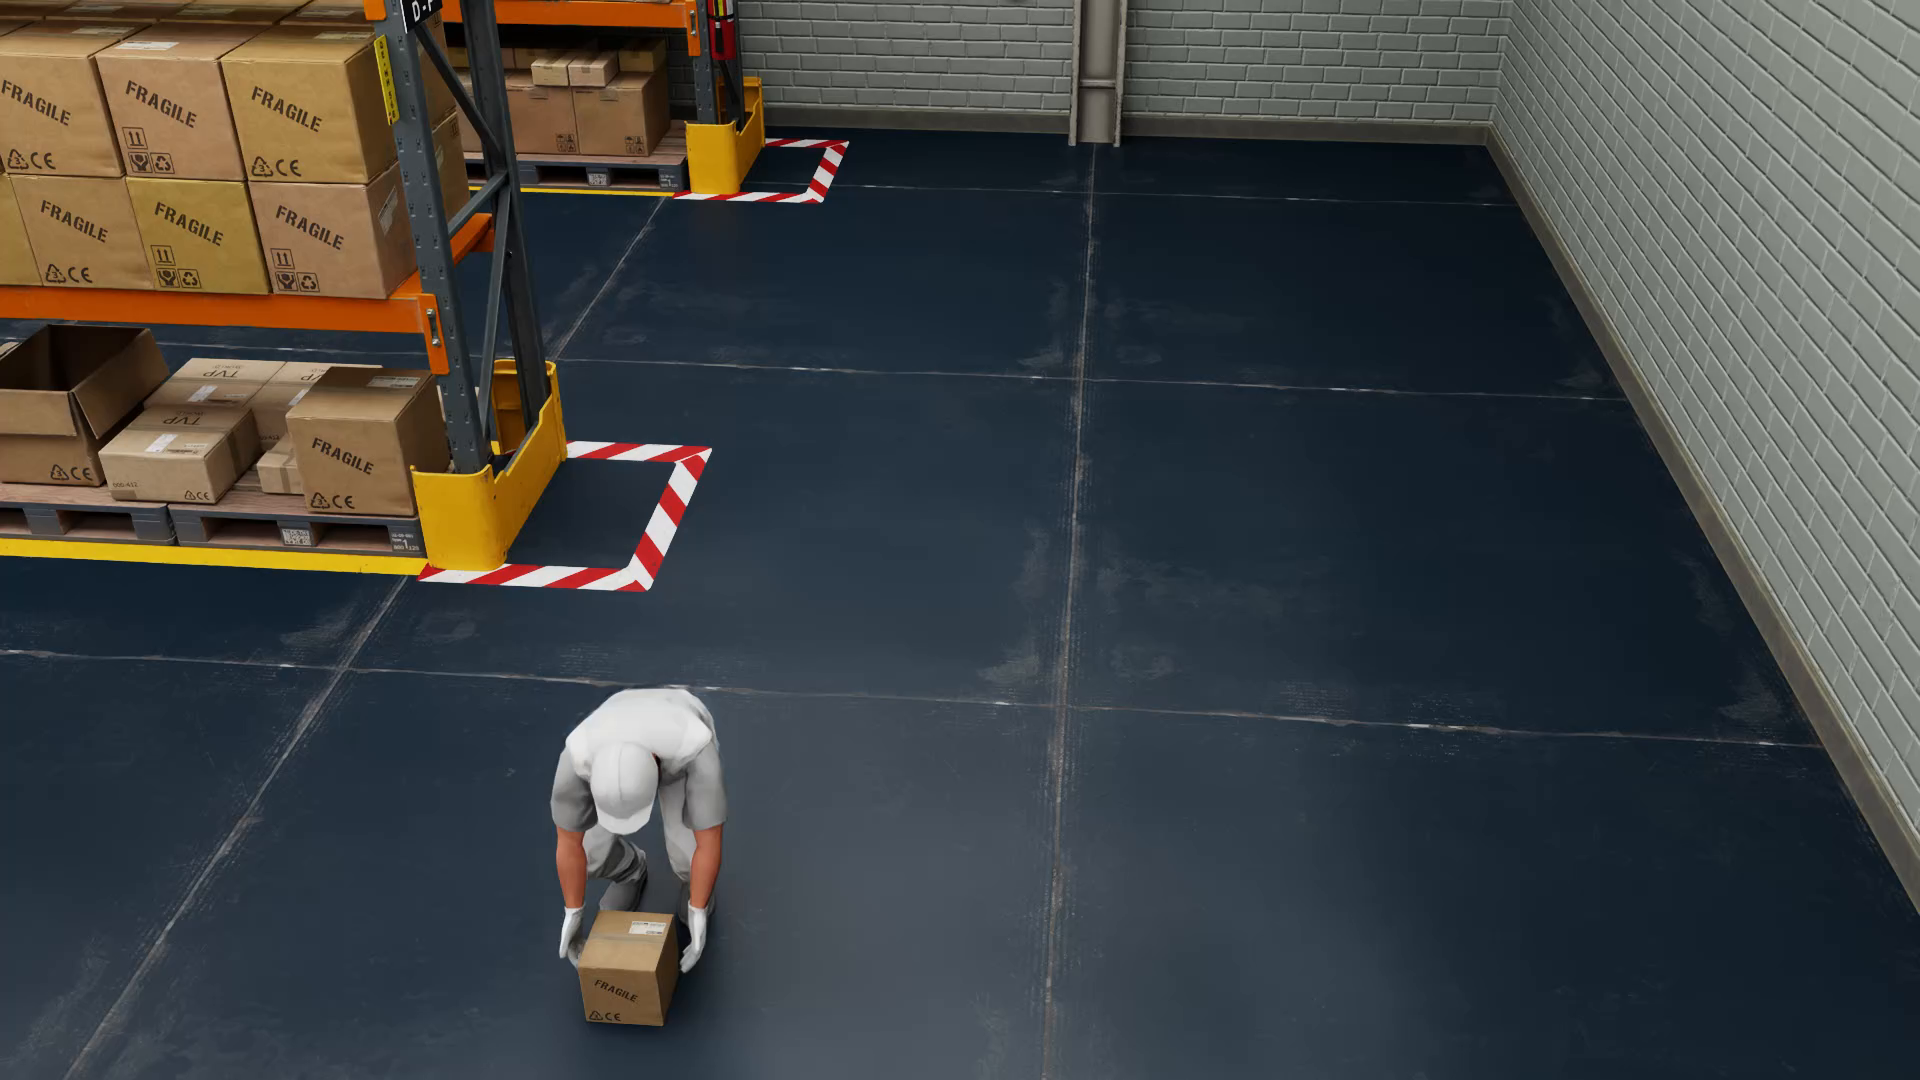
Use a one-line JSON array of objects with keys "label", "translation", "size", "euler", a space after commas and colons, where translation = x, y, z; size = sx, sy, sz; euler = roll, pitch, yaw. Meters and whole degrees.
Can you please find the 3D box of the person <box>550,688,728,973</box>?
[{"label": "person", "translation": [-1.010, 0.872, 5.439], "size": [0.577, 1.017, 0.874], "euler": [2, 32, 4]}]
